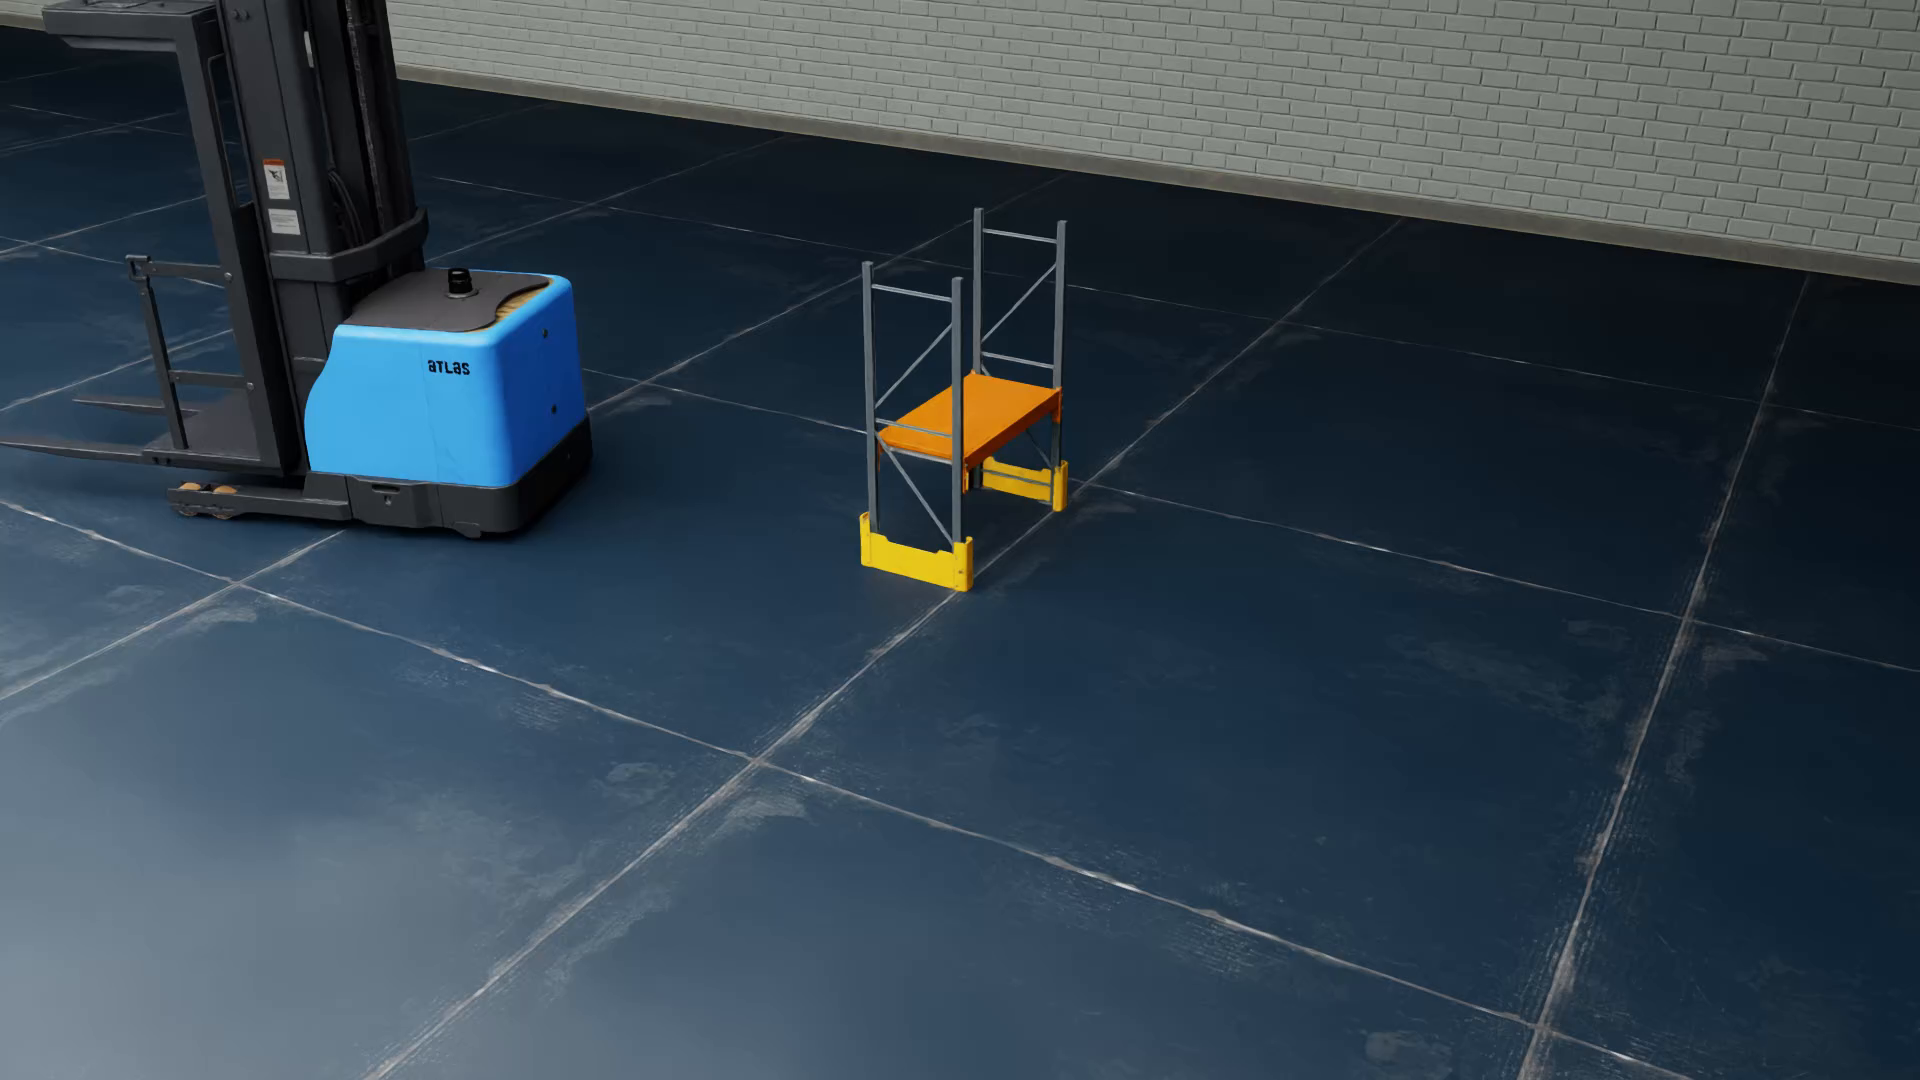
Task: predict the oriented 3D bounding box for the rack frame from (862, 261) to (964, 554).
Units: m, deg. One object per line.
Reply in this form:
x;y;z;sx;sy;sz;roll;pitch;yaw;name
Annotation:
-0.208;-0.506;7.585;0.500;1.500;0.032;14;30;26;rack frame

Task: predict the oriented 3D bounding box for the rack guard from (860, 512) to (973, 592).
-0.207;0.053;7.866;0.587;0.250;0.087;14;30;26;rack guard

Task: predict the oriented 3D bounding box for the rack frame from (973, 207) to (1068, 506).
0.292;-0.902;8.376;0.500;1.500;0.032;14;30;26;rack frame

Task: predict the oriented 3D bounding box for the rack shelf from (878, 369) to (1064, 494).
0.042;-0.543;8.061;0.538;0.185;1.000;14;30;26;rack shelf

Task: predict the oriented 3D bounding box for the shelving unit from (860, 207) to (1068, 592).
0.038;-0.700;7.974;0.587;1.500;1.083;14;30;26;shelving unit

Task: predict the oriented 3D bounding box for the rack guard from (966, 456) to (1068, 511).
0.282;-0.336;8.641;0.587;0.250;0.087;14;30;26;rack guard

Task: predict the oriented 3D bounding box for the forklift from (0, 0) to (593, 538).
-3.555;-1.641;8.254;3.031;2.935;1.130;5;27;10;forklift
